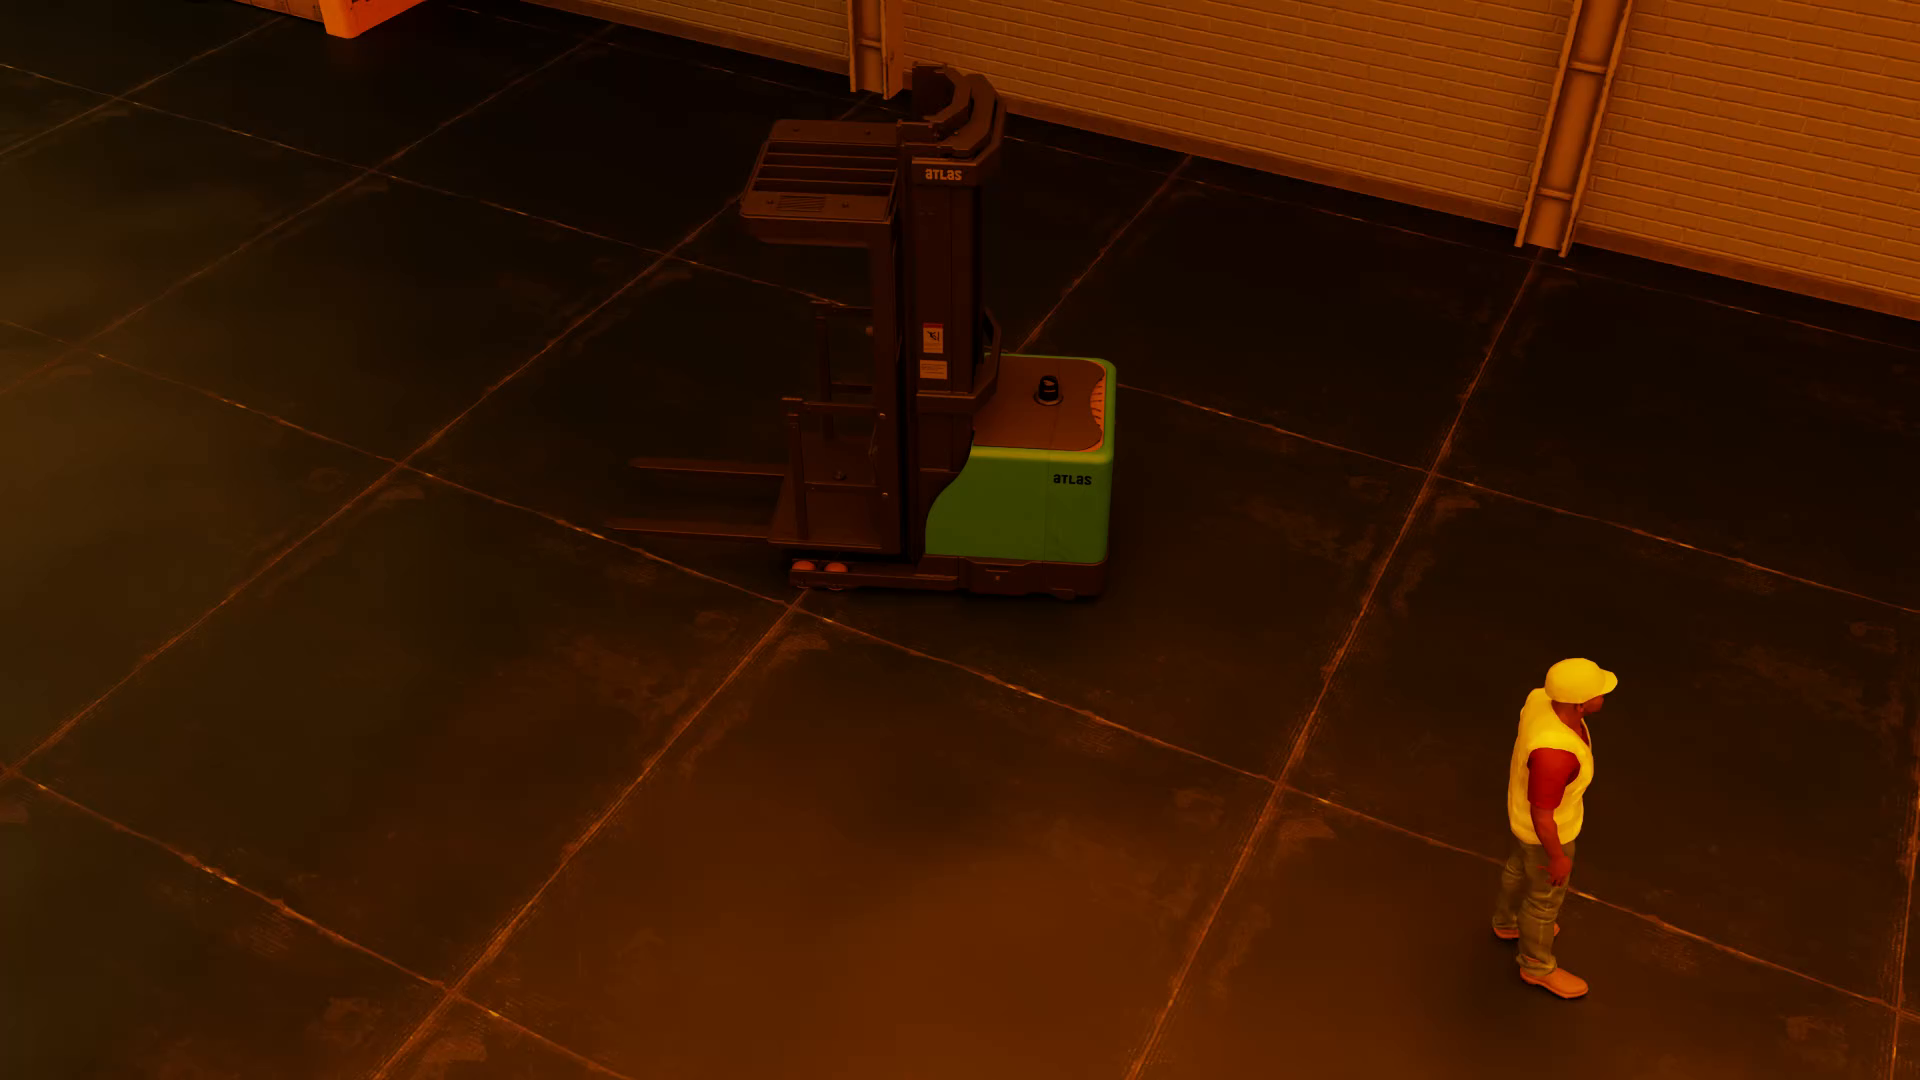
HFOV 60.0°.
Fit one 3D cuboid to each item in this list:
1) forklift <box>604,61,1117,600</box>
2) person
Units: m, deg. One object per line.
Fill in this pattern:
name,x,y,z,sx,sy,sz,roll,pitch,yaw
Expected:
forklift,-0.606,-1.157,9.360,3.031,2.935,1.130,3,40,4
person,2.690,1.231,7.417,0.578,1.765,0.666,8,41,9
